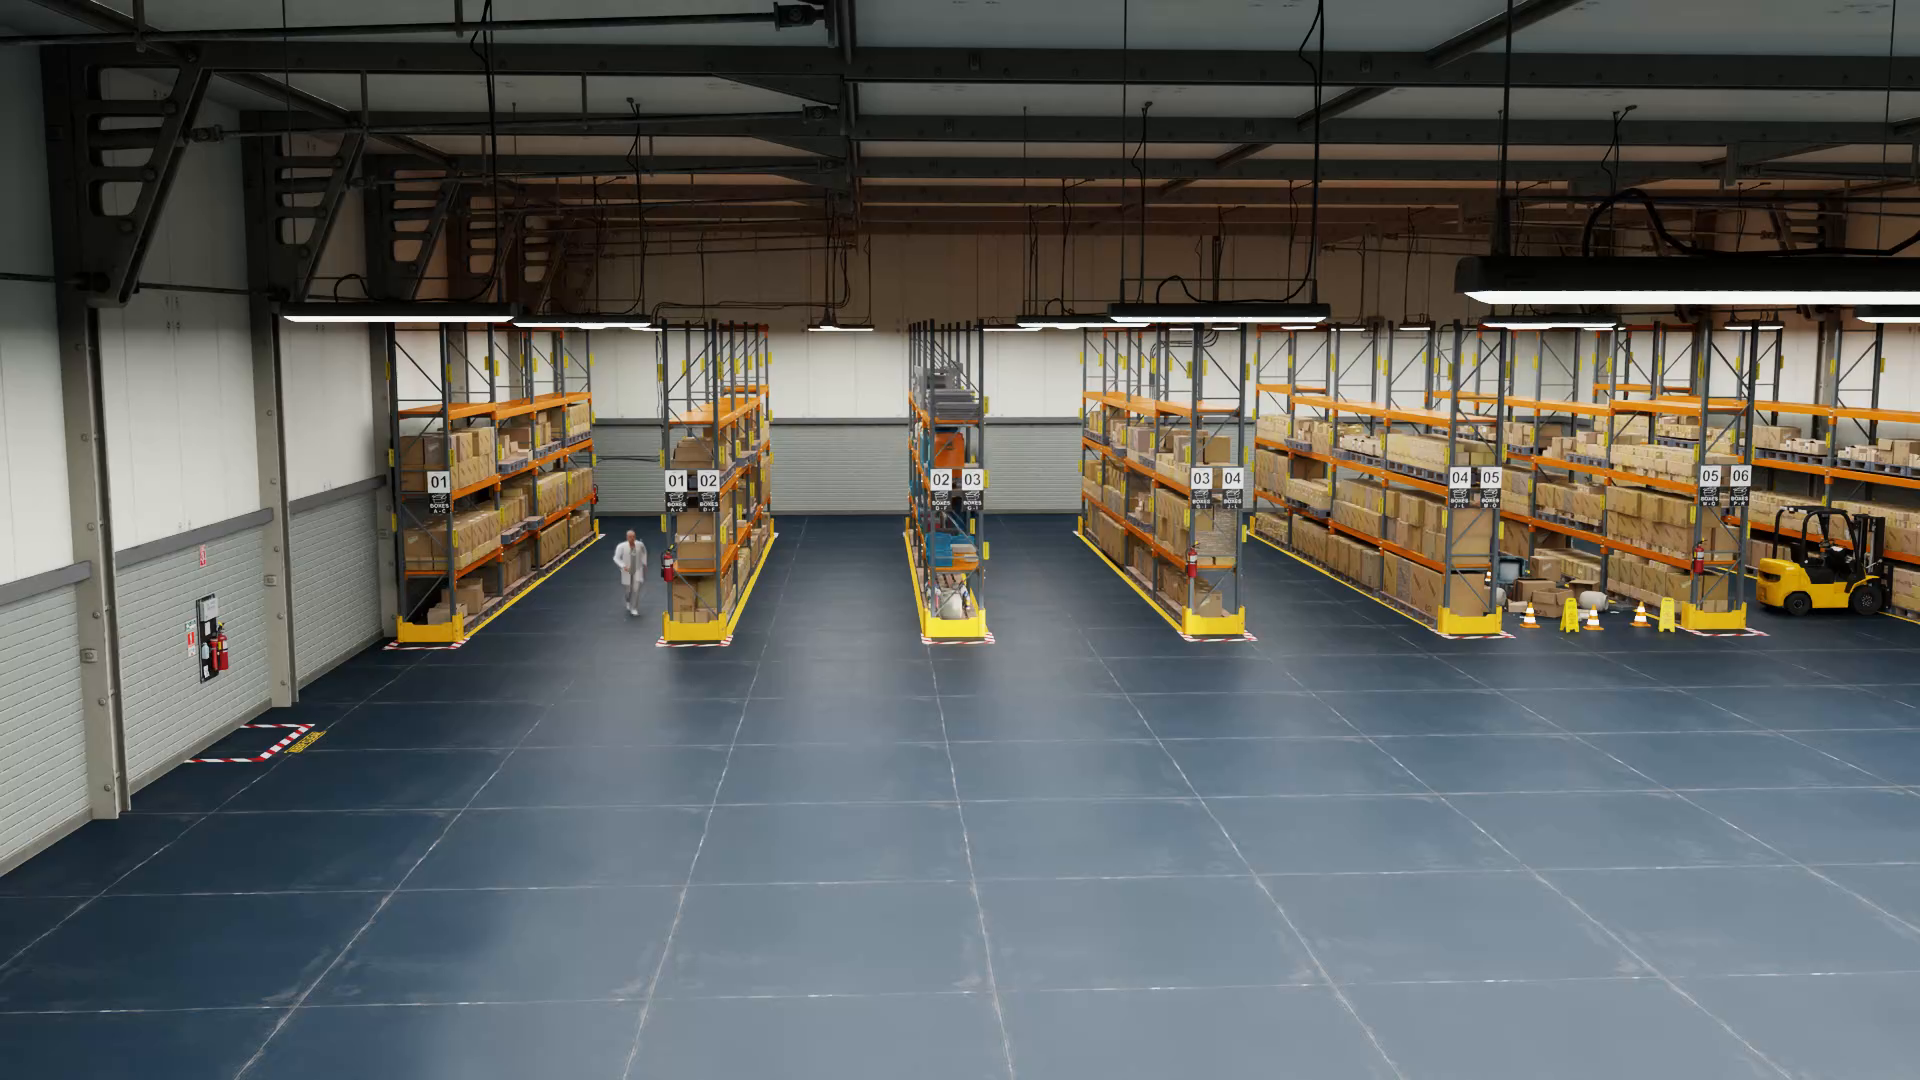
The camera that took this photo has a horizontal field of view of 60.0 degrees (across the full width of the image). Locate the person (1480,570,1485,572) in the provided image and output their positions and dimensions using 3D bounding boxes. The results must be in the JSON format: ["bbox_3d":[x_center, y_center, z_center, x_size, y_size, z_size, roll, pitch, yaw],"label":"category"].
[{"bbox_3d":[12.392,0.025,39.980,0.603,1.573,0.715,-3,8,-22],"label":"person"}]

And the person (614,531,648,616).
[{"bbox_3d":[-6.760,0.750,34.167,0.704,1.545,0.891,-2,7,-16],"label":"person"}]

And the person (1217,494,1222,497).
[{"bbox_3d":[7.230,-0.884,46.297,0.637,1.758,0.683,1,7,7],"label":"person"}]
